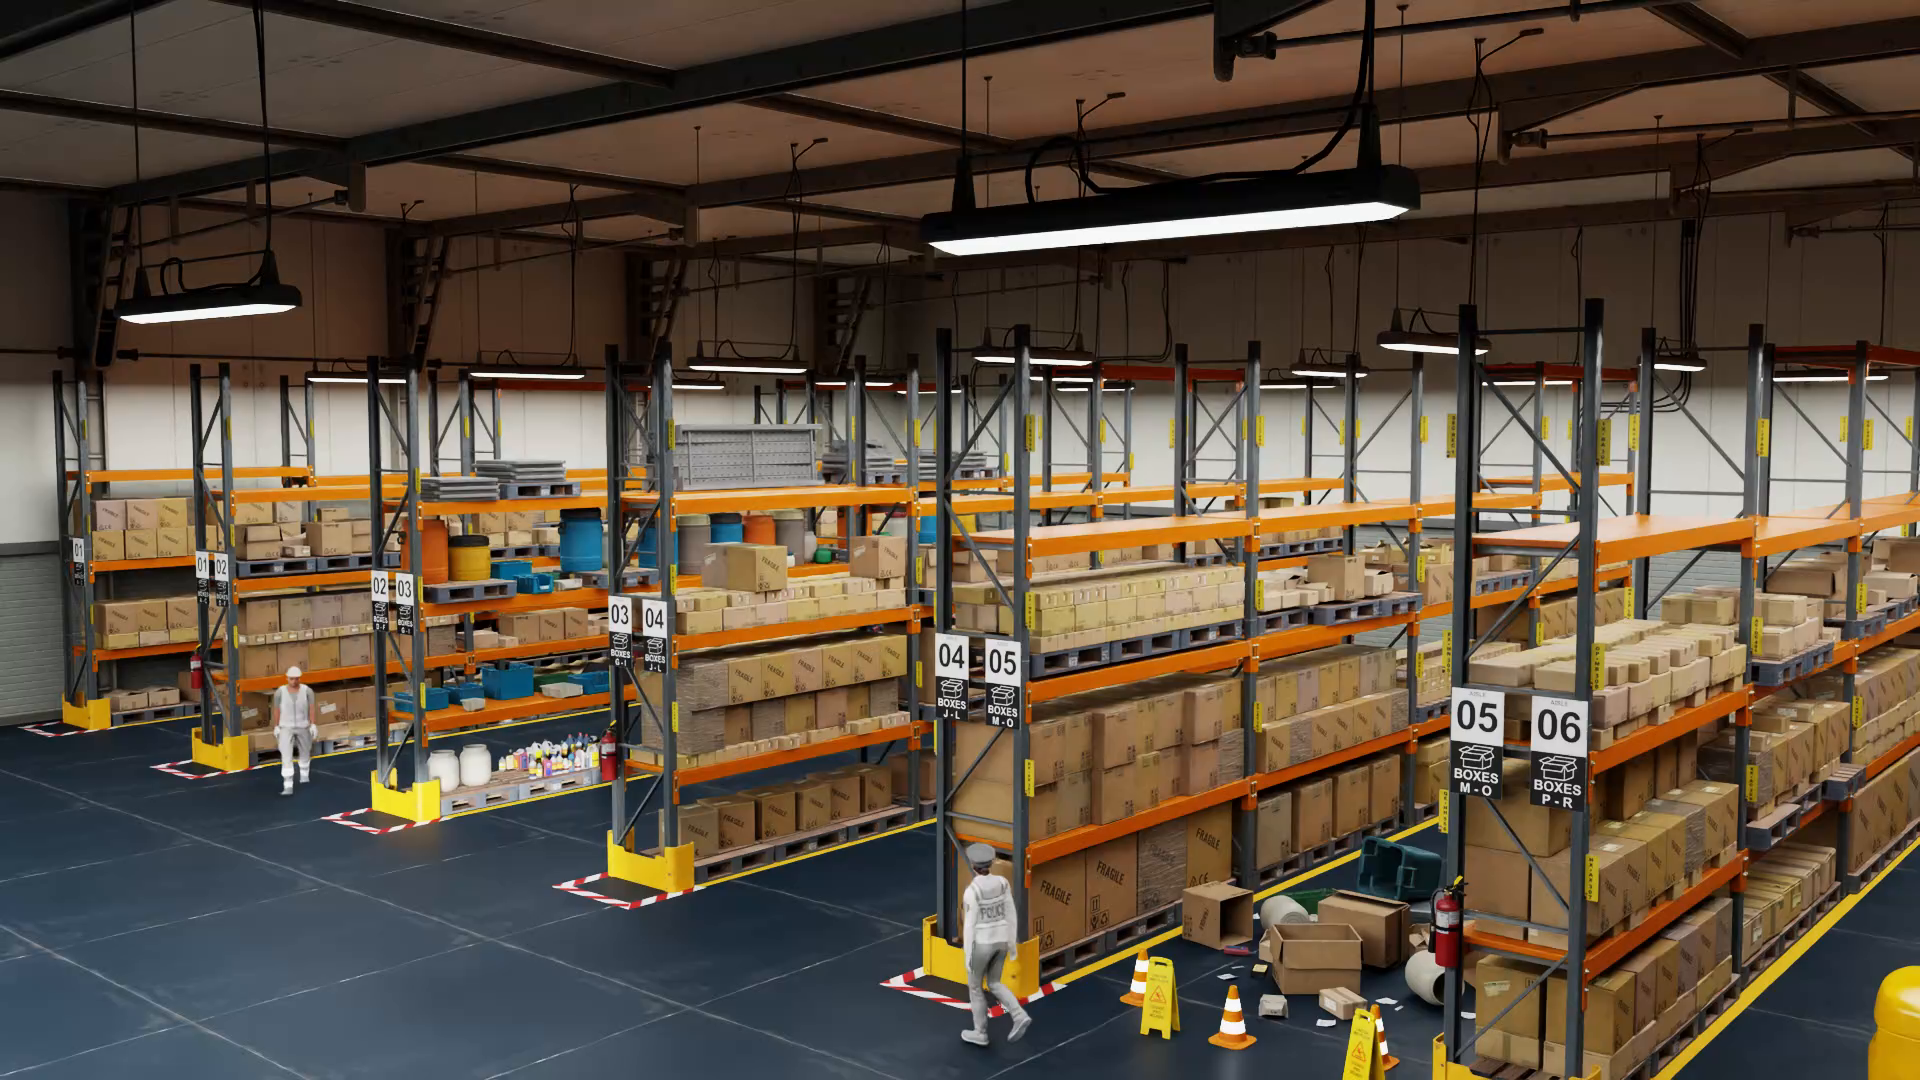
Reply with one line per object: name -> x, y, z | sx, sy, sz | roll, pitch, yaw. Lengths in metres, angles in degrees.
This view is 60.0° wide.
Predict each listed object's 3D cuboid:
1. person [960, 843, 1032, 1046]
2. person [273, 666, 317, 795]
person -> 0.275, 3.332, 13.631 | 0.488, 1.665, 0.645 | -4, 6, -42
person -> -9.276, 2.620, 23.208 | 0.547, 1.754, 0.917 | -2, 5, -30
